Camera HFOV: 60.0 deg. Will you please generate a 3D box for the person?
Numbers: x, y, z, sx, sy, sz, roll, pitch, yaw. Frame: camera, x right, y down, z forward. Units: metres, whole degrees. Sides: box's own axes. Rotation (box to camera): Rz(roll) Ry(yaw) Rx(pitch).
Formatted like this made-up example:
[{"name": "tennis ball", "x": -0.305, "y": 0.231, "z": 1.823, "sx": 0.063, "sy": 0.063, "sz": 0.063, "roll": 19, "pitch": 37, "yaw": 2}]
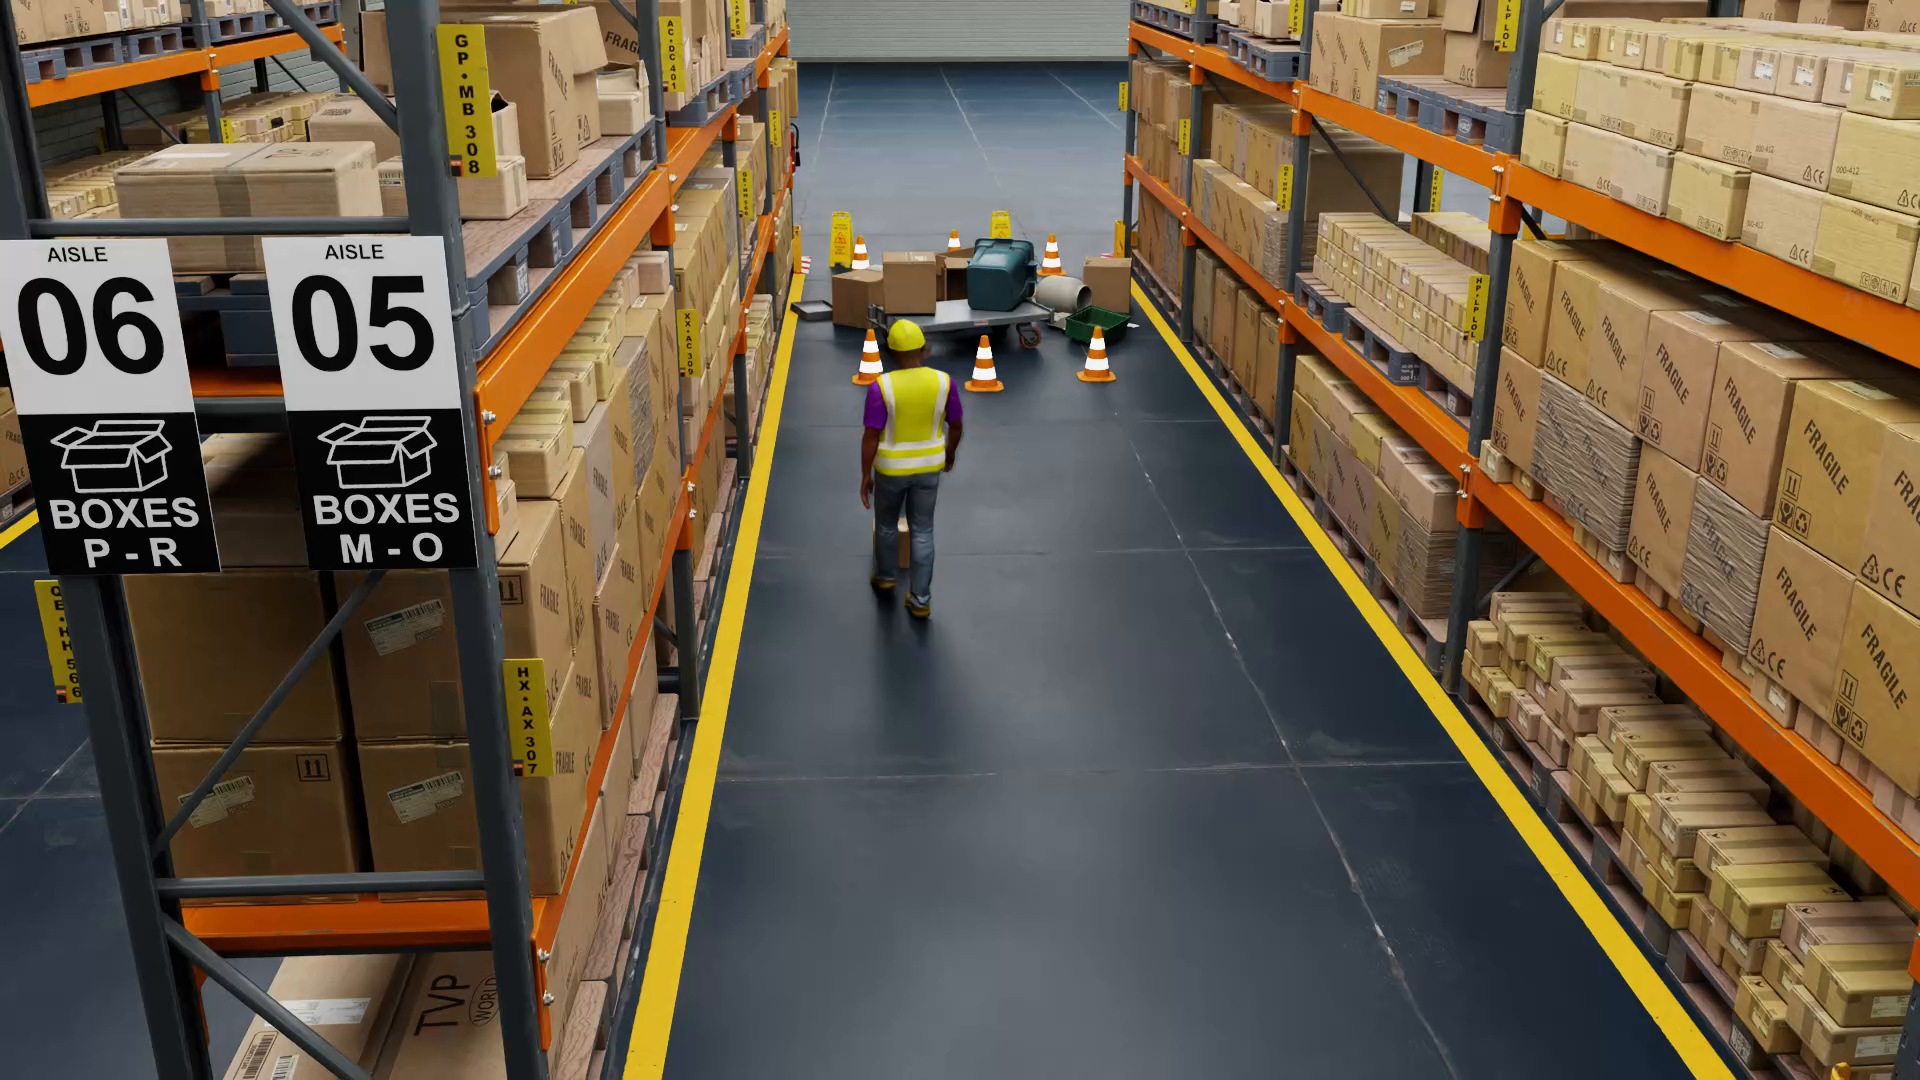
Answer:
[{"name": "person", "x": -0.314, "y": -0.476, "z": 9.794, "sx": 0.630, "sy": 1.744, "sz": 0.758, "roll": -4, "pitch": 21, "yaw": -10}]
